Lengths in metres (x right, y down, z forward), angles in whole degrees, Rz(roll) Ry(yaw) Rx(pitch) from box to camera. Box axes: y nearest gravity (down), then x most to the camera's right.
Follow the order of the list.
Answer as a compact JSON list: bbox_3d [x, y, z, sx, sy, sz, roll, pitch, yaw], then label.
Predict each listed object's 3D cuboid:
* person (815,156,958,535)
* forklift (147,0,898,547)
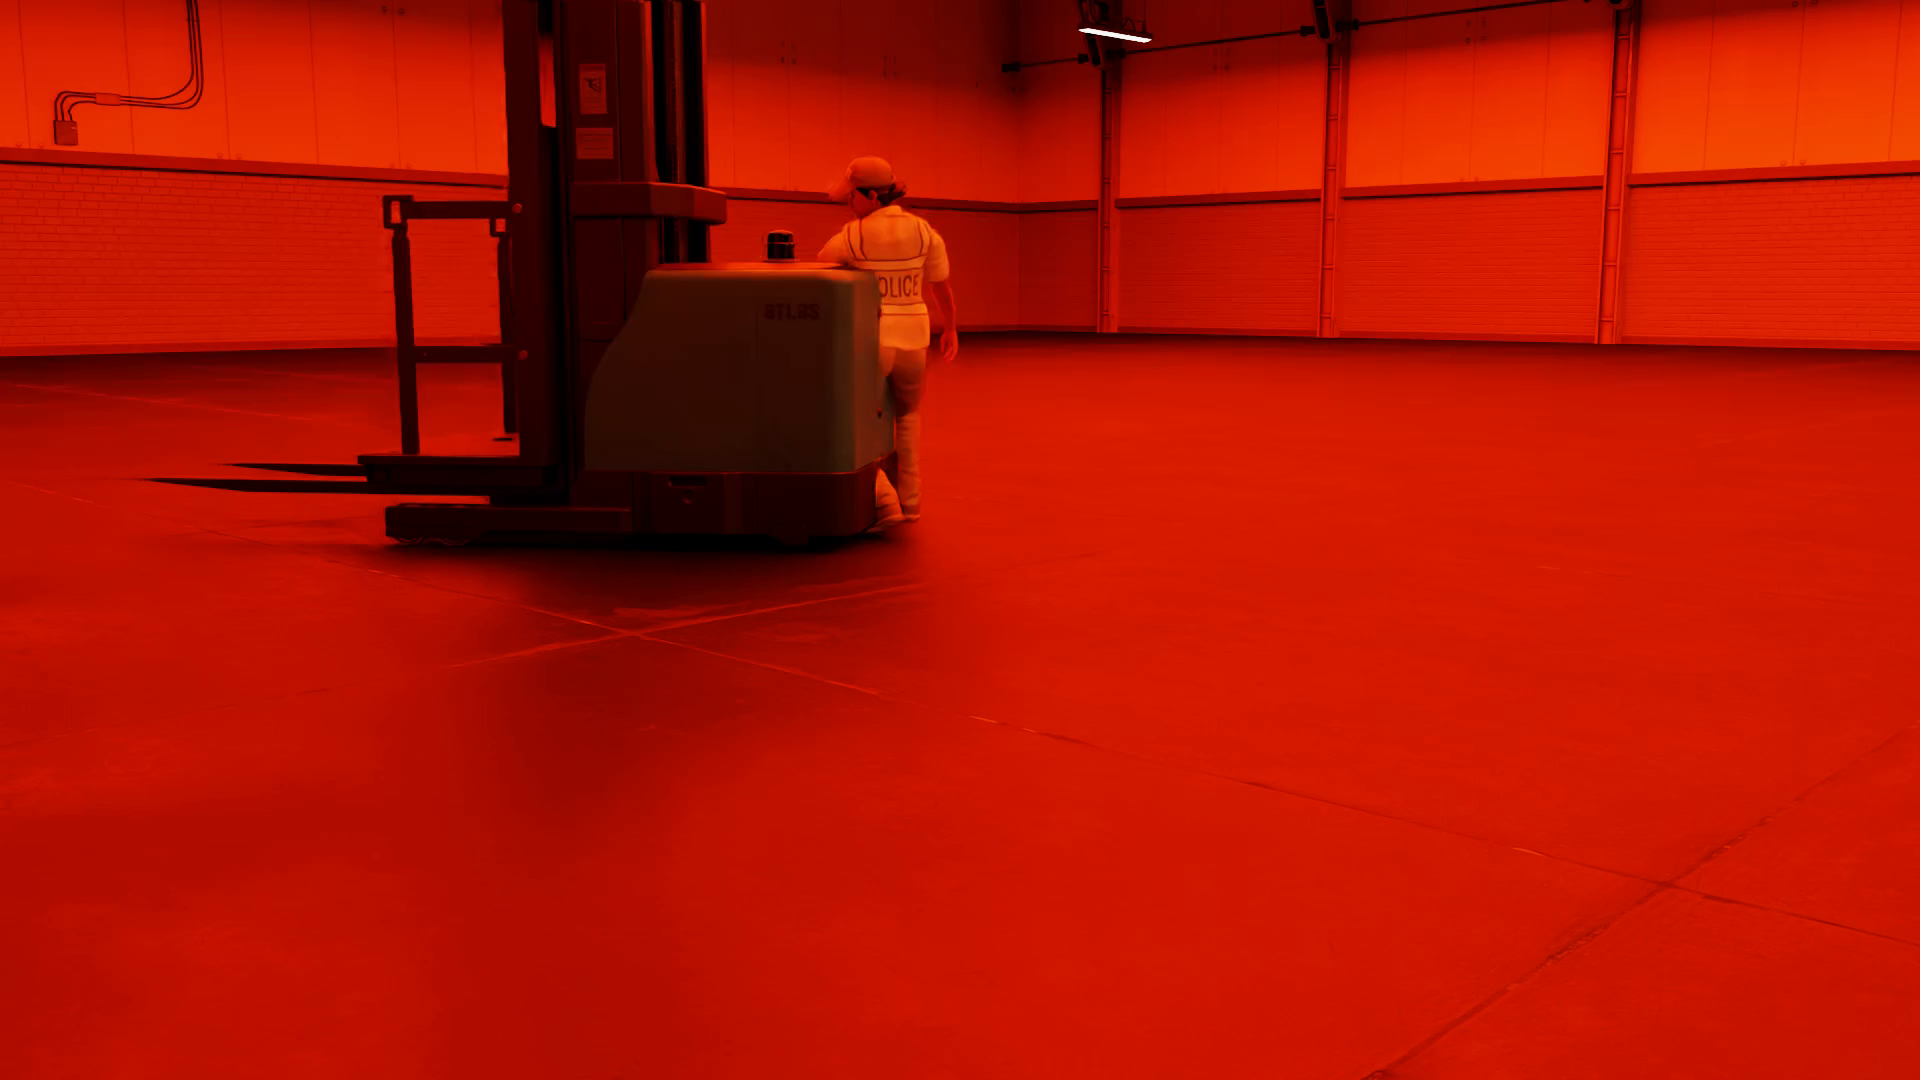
[{"bbox_3d":[-0.311,-0.829,7.067,0.740,1.539,0.816,-7,11,-39],"label":"person"},{"bbox_3d":[-1.830,-1.499,6.831,3.031,2.935,1.130,1,9,8],"label":"forklift"}]
